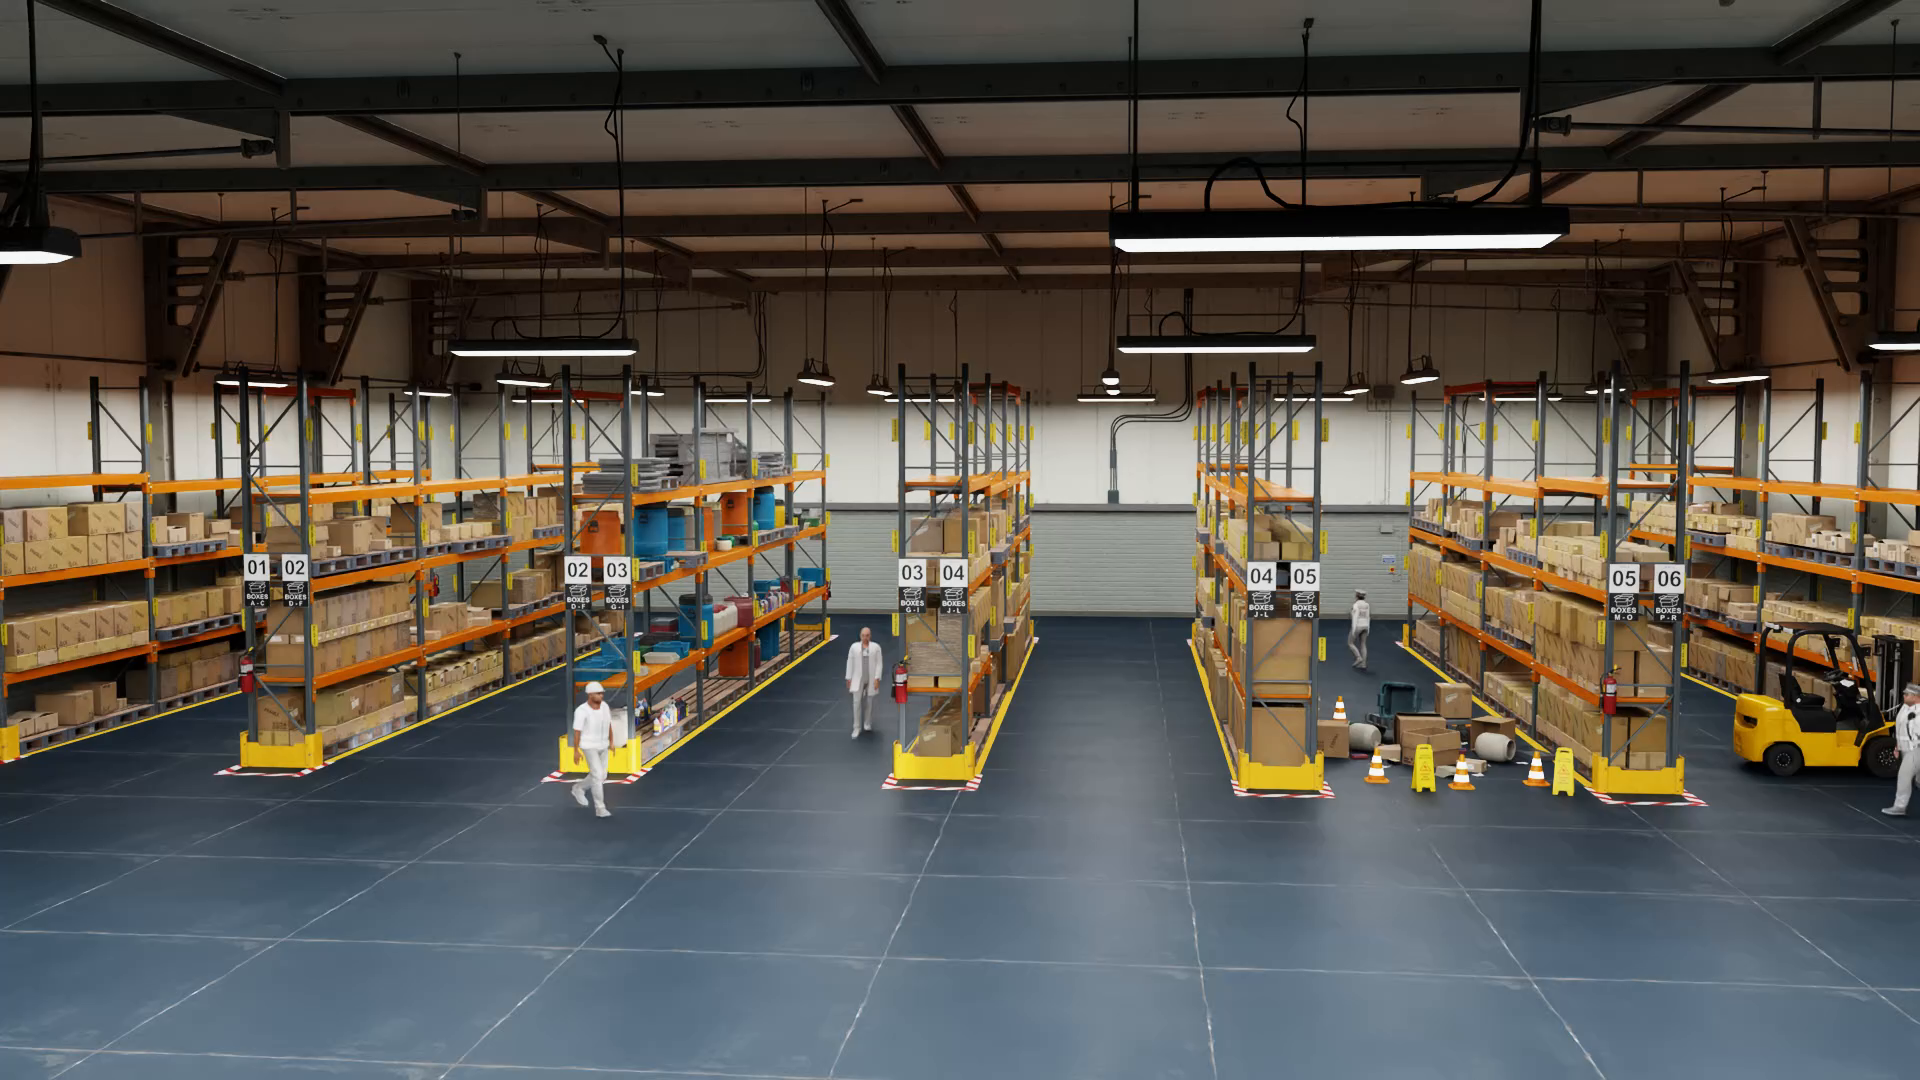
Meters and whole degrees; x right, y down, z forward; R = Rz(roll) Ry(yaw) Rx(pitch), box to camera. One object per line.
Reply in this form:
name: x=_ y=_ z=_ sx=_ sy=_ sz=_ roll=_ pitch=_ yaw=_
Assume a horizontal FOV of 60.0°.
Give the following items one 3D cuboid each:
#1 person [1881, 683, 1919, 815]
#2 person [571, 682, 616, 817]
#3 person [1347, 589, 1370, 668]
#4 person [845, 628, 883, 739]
person: x=12.546 y=2.727 z=21.793 sx=0.986 sy=1.729 sz=0.564 roll=0 pitch=4 yaw=-2
person: x=-4.821 y=2.727 z=21.882 sx=0.908 sy=1.741 sz=0.630 roll=2 pitch=4 yaw=34
person: x=8.535 y=1.890 z=35.435 sx=0.523 sy=1.677 sz=0.413 roll=-2 pitch=4 yaw=-33
person: x=-1.592 y=2.353 z=27.648 sx=0.617 sy=1.795 sz=0.860 roll=0 pitch=4 yaw=-7
